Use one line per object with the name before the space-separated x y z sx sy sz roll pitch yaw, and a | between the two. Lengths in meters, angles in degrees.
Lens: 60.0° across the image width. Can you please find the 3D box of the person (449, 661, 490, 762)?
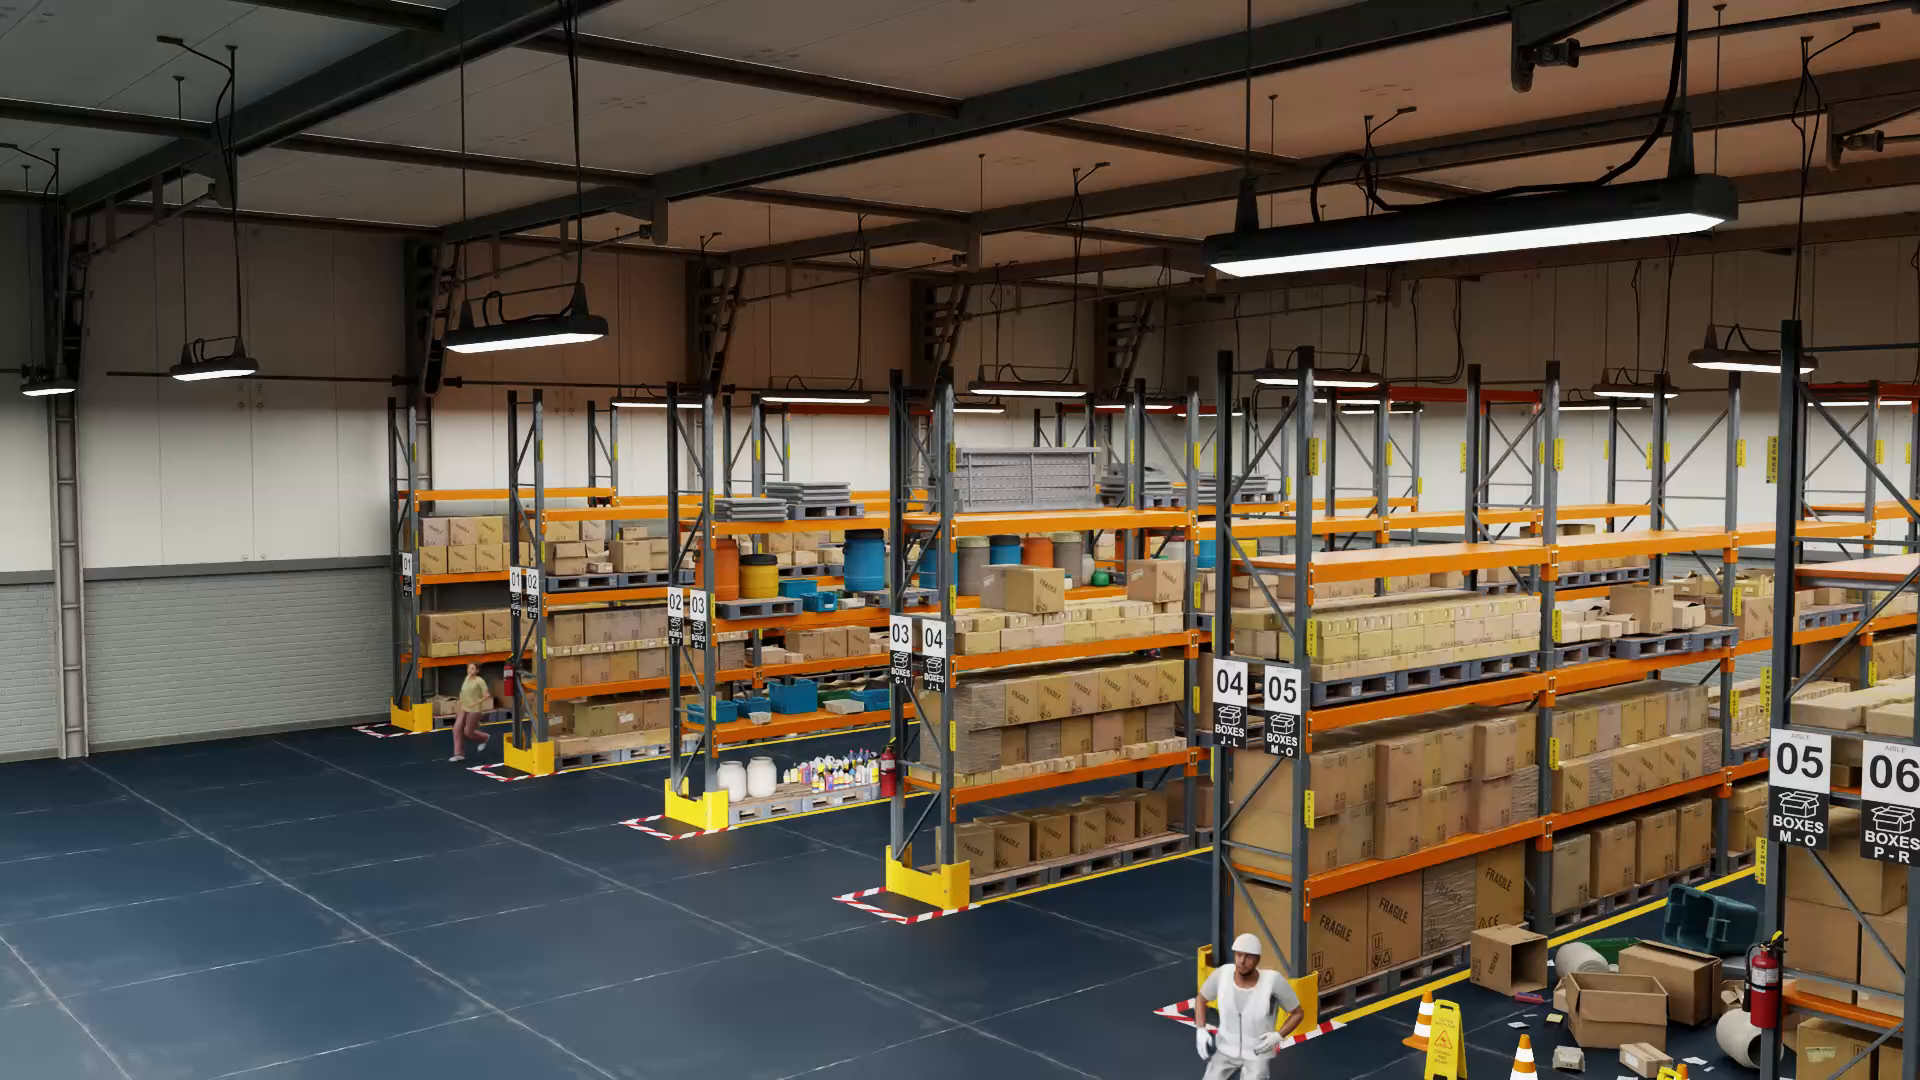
person | -7.920 2.779 27.069 0.619 1.609 0.792 2 4 28

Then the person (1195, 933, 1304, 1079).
person | 1.969 3.627 11.732 0.892 1.777 0.706 1 4 22

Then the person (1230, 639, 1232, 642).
person | 5.178 2.429 32.295 0.965 1.800 0.654 -3 4 -39
